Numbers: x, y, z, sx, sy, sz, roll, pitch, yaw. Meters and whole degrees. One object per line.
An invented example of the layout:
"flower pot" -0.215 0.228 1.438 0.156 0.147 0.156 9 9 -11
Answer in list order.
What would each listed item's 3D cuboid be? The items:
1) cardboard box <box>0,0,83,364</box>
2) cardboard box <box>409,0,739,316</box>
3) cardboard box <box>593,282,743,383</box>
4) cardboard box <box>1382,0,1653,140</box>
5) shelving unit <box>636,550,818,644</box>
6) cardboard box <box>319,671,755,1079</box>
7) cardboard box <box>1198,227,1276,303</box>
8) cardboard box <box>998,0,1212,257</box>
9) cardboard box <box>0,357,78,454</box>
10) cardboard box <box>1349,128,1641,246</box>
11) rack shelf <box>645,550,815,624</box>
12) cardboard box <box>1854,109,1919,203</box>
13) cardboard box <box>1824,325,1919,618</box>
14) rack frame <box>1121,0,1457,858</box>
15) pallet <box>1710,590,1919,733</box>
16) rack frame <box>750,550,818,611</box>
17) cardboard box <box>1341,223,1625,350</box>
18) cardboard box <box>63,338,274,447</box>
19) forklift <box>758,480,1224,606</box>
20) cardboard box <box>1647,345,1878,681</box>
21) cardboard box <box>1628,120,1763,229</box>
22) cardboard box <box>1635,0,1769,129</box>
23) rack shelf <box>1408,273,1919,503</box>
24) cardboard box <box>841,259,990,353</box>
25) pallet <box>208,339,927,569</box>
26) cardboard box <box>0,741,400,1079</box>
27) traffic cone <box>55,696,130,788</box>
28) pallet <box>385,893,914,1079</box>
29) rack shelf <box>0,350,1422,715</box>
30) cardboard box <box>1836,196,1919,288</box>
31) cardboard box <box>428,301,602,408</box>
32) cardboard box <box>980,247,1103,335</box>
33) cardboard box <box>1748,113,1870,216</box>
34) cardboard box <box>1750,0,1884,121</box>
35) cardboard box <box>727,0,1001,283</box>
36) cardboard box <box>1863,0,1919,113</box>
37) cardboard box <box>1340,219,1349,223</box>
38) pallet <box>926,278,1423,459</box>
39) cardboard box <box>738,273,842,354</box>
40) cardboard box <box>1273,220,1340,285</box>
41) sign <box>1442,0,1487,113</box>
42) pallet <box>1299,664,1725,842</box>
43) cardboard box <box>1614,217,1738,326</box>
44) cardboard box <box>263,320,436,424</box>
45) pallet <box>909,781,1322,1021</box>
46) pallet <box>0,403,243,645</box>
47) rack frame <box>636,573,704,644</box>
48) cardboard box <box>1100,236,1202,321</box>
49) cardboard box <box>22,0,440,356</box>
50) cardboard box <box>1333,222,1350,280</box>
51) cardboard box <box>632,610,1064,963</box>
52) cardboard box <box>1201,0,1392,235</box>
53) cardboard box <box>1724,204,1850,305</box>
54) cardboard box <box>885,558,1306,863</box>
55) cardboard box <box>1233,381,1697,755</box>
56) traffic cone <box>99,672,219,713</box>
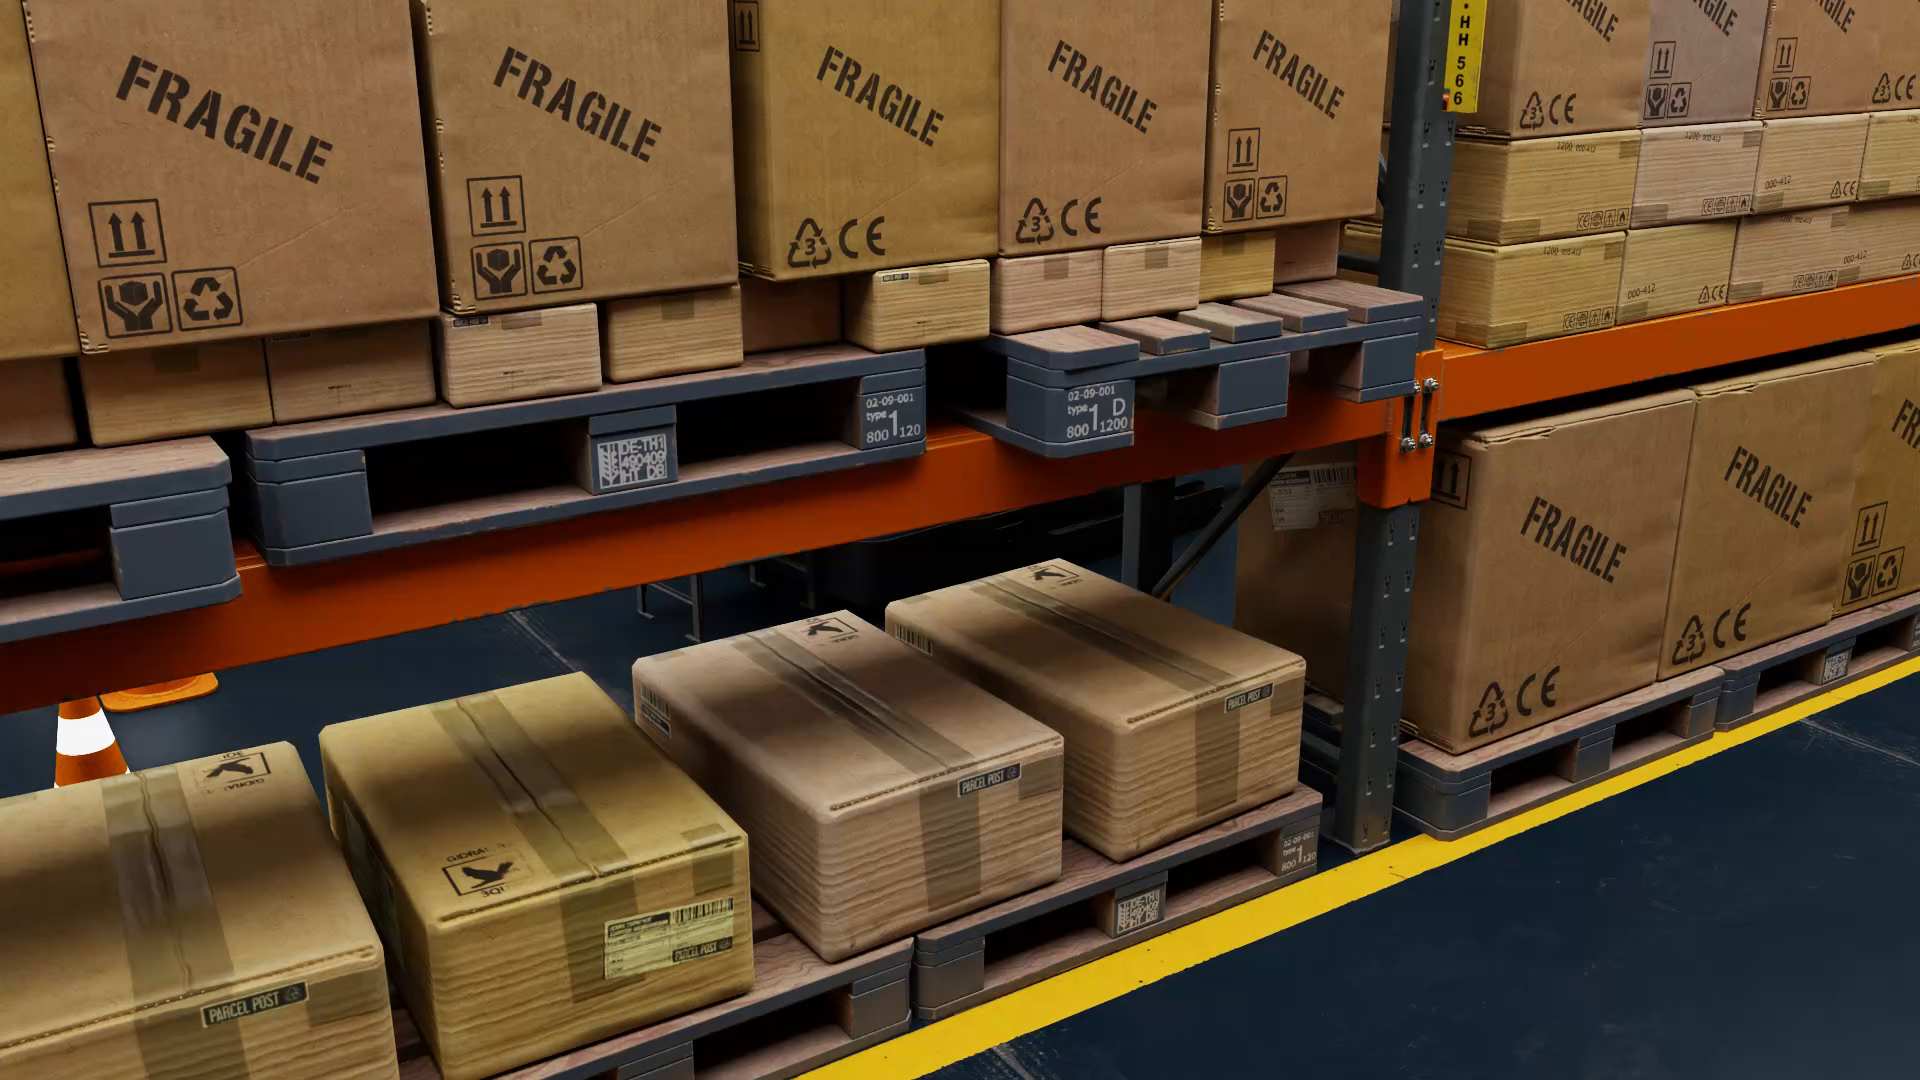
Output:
"cardboard box" -1.570 -0.518 2.317 0.500 0.500 0.500 -12 22 -31
"cardboard box" -0.726 -0.695 2.840 0.500 0.500 0.500 -13 23 -34
"cardboard box" -0.591 -0.406 2.999 0.250 0.149 0.380 -13 22 -33
"cardboard box" 1.350 -1.284 4.140 0.500 0.500 0.500 -13 22 -33
"shelving unit" -0.834 -0.736 5.642 0.503 2.100 0.431 -16 24 -39
"cardboard box" -0.922 0.666 3.539 0.625 0.372 0.950 -11 22 -30
"cardboard box" 0.475 -0.634 3.672 0.250 0.149 0.380 -12 22 -31
"cardboard box" 0.151 -0.880 3.387 0.500 0.500 0.500 -12 22 -32
"cardboard box" -1.494 -0.241 2.511 0.250 0.149 0.380 -10 21 -28
"cardboard box" 1.362 -0.930 4.266 0.500 0.250 0.500 -12 22 -32
"rack shelf" -0.834 -0.060 5.871 0.480 0.518 0.431 -16 24 -39
"cardboard box" 2.649 -1.191 5.038 0.500 0.250 0.500 -11 22 -30
"cardboard box" 2.920 -0.346 5.747 0.875 0.875 0.875 -11 22 -30
"rack frame" 0.803 -0.741 4.253 0.127 3.000 1.000 -12 22 -31
"pallet" 2.521 0.248 5.683 1.213 0.211 1.003 -12 22 -31
"rack frame" -0.652 -0.788 5.796 0.015 2.100 0.400 -16 24 -39
"cardboard box" 1.351 -0.689 4.333 0.500 0.250 0.500 -12 22 -32
"cardboard box" -1.256 -0.275 2.612 0.250 0.149 0.380 -12 22 -31
"forklift" 0.464 -1.521 6.668 3.031 2.935 1.130 -16 24 -39
"cardboard box" 2.173 -0.189 5.282 0.875 0.875 0.875 -12 22 -31
"cardboard box" 1.795 -1.021 4.534 0.500 0.250 0.500 -11 22 -30
"cardboard box" 1.759 -1.373 4.407 0.500 0.500 0.500 -12 22 -31
"rack shelf" 2.474 -0.753 5.410 4.000 0.370 1.077 -12 22 -31
"cardboard box" -0.148 -0.483 3.226 0.250 0.149 0.380 -11 22 -30
"pallet" -0.827 -0.291 3.220 1.213 0.211 1.003 -12 22 -31
"cardboard box" -1.502 0.789 3.175 0.625 0.372 0.950 -10 21 -28
"traffic cone" -2.272 0.572 4.329 0.334 0.463 0.336 -12 22 -31
"pallet" -0.868 0.931 3.662 1.213 0.211 1.003 -12 22 -31
"rack shelf" -0.867 -0.048 3.326 4.000 0.370 1.077 -12 22 -31
"cardboard box" 2.621 -0.963 5.143 0.500 0.250 0.500 -12 22 -31
"cardboard box" -0.798 -0.351 2.837 0.250 0.149 0.380 -11 22 -29
"cardboard box" 0.075 -0.535 3.381 0.250 0.149 0.380 -13 23 -34
"cardboard box" 2.218 -1.105 4.784 0.500 0.250 0.500 -12 22 -32
"cardboard box" 2.199 -1.460 4.664 0.500 0.500 0.500 -11 22 -30
"cardboard box" -0.270 -0.791 3.123 0.500 0.500 0.500 -14 23 -35
"cardboard box" 2.623 -1.548 4.924 0.500 0.500 0.500 -12 22 -31
"cardboard box" 1.068 -1.060 4.650 0.500 0.250 0.500 -12 22 -32
"pallet" 0.267 -0.496 3.828 1.003 0.211 1.213 -12 22 -31
"cardboard box" -0.427 -0.472 3.195 0.250 0.149 0.380 -12 22 -31
"cardboard box" 0.659 -0.700 3.869 0.250 0.149 0.380 -11 22 -29
"sign" 1.110 -1.109 3.656 0.005 0.325 0.100 -12 22 -31
"pallet" 1.503 0.461 5.051 1.213 0.211 1.003 -12 22 -31
"cardboard box" 1.770 -0.784 4.615 0.500 0.250 0.500 -13 22 -33
"cardboard box" -1.049 -0.318 2.740 0.250 0.149 0.380 -12 22 -31
"pallet" 0.150 0.717 4.294 1.213 0.211 1.003 -12 22 -31
"pallet" -1.819 -0.041 2.483 1.213 0.211 1.003 -12 22 -31
"rack frame" -1.016 -0.684 5.489 0.015 2.100 0.400 -16 24 -39
"cardboard box" 0.289 -0.577 3.506 0.250 0.149 0.380 -12 22 -32
"cardboard box" -1.150 -0.601 2.564 0.500 0.500 0.500 -12 22 -32
"cardboard box" 1.083 -0.829 4.746 0.500 0.250 0.500 -13 23 -33
"cardboard box" -0.286 0.534 3.929 0.625 0.372 0.950 -12 22 -32
"cardboard box" 0.577 -0.974 3.665 0.500 0.500 0.500 -13 22 -33
"cardboard box" 2.211 -0.875 4.883 0.500 0.250 0.500 -11 22 -30
"cardboard box" 0.326 0.402 4.320 0.625 0.372 0.950 -14 23 -35
"cardboard box" 1.426 -0.033 4.820 0.875 0.875 0.875 -12 22 -32
"traffic cone" -2.579 0.254 5.271 0.334 0.463 0.336 -12 22 -31
